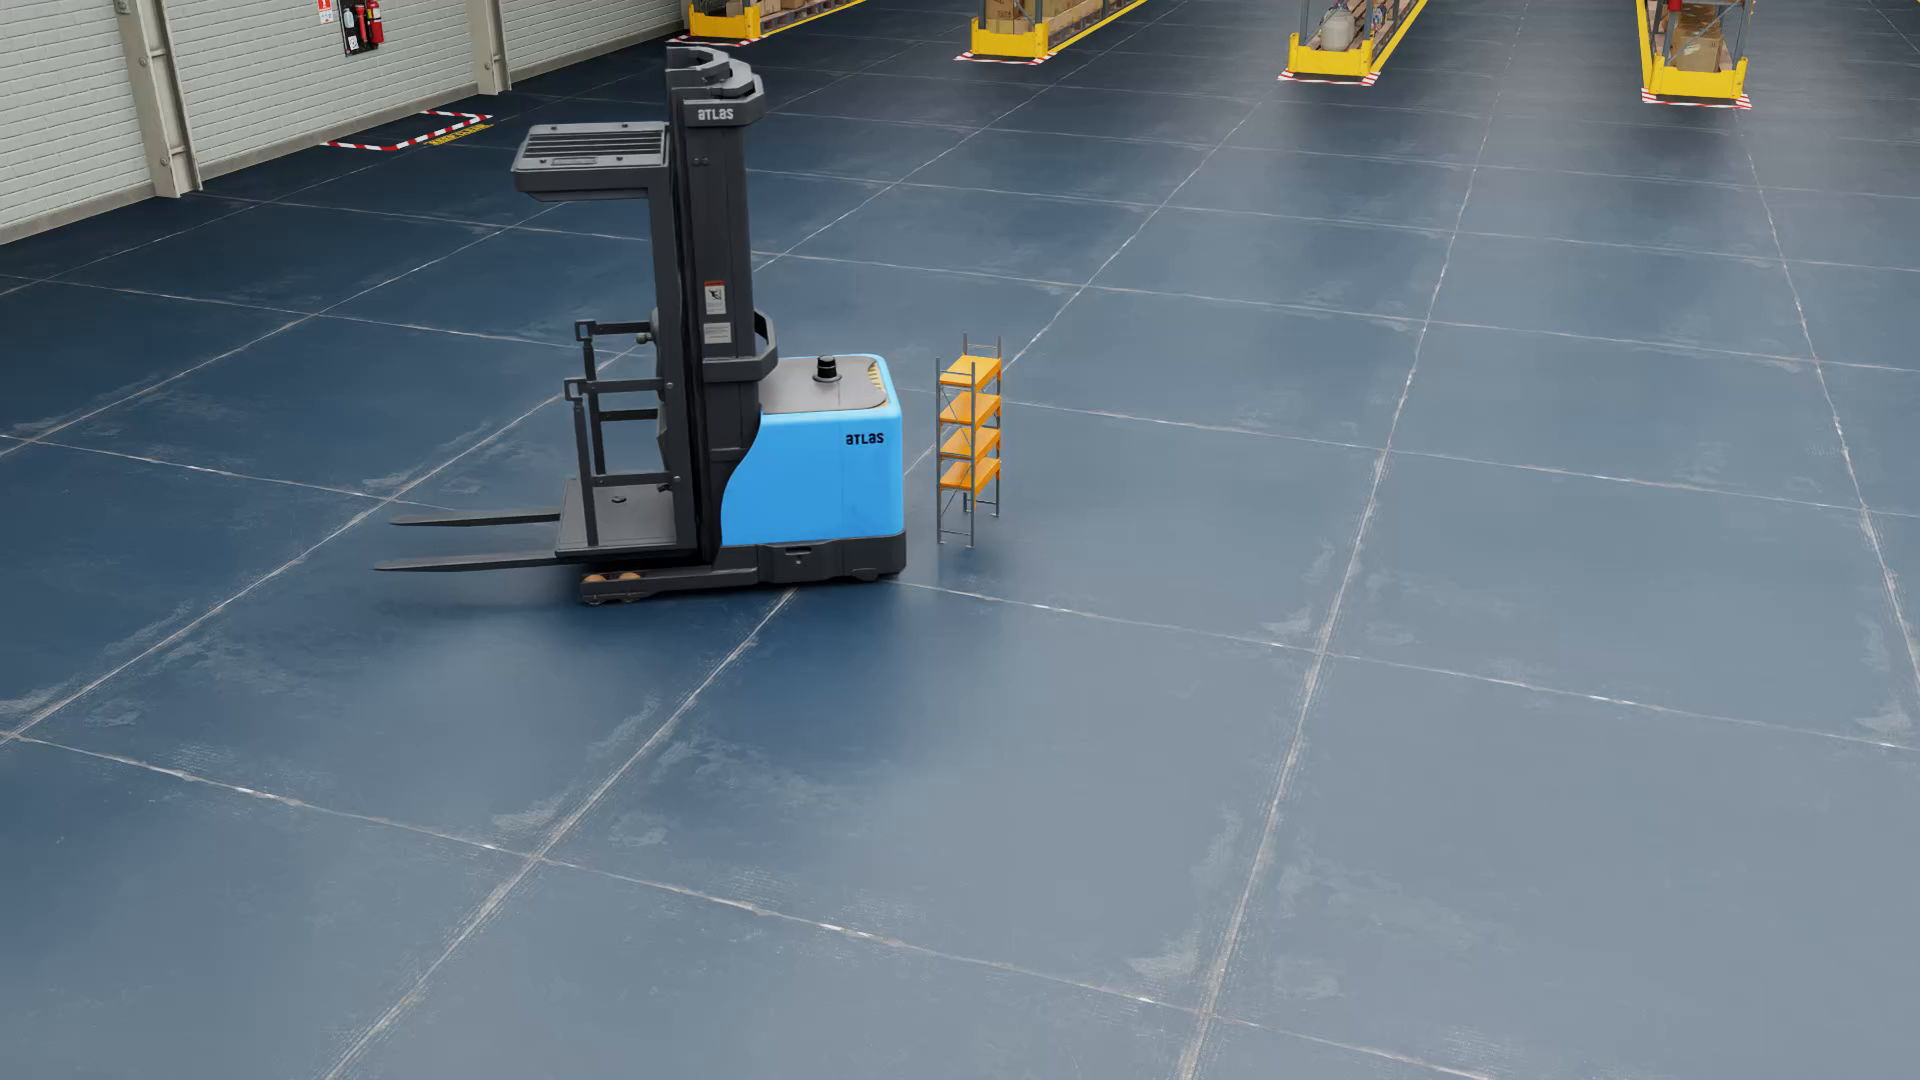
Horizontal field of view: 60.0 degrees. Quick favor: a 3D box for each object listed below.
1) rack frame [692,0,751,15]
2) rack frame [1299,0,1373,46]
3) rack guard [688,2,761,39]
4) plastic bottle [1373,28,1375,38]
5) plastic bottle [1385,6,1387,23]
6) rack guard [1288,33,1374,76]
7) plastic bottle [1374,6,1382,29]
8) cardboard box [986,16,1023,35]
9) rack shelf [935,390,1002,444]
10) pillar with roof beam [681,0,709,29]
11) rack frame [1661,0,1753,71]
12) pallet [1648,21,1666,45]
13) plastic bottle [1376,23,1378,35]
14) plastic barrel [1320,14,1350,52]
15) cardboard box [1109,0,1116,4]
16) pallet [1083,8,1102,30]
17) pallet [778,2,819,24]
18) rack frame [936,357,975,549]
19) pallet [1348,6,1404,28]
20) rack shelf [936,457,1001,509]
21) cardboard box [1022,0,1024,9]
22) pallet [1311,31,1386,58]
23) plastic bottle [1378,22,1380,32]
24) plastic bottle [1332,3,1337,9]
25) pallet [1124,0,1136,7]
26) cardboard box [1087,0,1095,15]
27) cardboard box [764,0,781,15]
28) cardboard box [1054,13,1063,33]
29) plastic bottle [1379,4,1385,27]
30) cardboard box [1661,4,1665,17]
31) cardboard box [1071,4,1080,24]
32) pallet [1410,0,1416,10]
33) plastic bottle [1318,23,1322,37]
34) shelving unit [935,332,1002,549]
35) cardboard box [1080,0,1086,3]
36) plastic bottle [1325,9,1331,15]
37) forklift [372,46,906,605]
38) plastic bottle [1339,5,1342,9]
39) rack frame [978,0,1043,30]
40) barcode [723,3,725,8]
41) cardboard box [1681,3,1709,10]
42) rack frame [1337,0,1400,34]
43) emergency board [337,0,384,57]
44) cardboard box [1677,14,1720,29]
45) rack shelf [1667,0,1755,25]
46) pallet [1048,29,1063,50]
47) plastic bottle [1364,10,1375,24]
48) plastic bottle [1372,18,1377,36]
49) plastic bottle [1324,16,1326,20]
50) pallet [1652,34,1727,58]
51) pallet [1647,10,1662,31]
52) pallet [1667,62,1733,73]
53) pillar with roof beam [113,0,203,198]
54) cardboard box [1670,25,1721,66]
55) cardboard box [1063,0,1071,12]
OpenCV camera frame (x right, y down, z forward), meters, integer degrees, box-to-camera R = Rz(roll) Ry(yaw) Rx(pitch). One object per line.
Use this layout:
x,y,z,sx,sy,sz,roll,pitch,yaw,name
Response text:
-3.897,-9.638,26.714,1.000,3.000,0.127,9,27,17,rack frame
5.445,-8.201,23.747,1.000,3.000,0.127,9,27,17,rack frame
-3.872,-8.544,27.323,1.175,0.500,0.348,9,27,17,rack guard
6.377,-7.882,25.794,0.097,0.201,0.097,0,26,0,plastic bottle
6.927,-8.575,27.131,0.061,0.283,0.133,10,28,20,plastic bottle
5.426,-7.114,24.370,1.175,0.500,0.348,9,27,17,rack guard
6.663,-8.333,26.553,0.144,0.351,0.185,9,27,17,plastic bottle
0.675,-8.136,26.285,0.500,0.250,0.500,9,27,17,cardboard box
0.055,-0.749,10.061,0.258,0.148,0.480,9,27,17,rack shelf
-0.420,-12.127,24.971,9.100,9.000,0.400,9,27,17,pillar with roof beam
10.116,-7.483,22.264,1.000,3.000,0.127,9,27,17,rack frame
11.705,-8.192,26.927,1.003,0.211,1.213,9,27,17,pallet
6.523,-8.063,26.166,0.097,0.201,0.097,0,26,0,plastic bottle
5.592,-7.552,24.779,0.421,0.512,0.421,0,26,0,plastic barrel
2.474,-9.646,29.405,0.500,0.250,0.500,8,27,16,cardboard box
1.802,-8.989,28.574,1.003,0.211,1.213,9,27,17,pallet
-3.160,-9.243,29.097,1.003,0.211,1.213,9,27,17,pallet
-0.026,-0.508,9.922,0.240,1.200,0.015,9,27,17,rack frame
7.001,-8.919,28.428,1.003,0.211,1.213,9,27,17,pallet
0.055,-0.369,10.245,0.258,0.148,0.480,9,27,17,rack shelf
0.992,-8.887,26.975,0.500,0.500,0.500,9,27,17,cardboard box
6.109,-7.817,26.153,1.003,0.211,1.213,9,27,17,pallet
6.591,-8.147,26.341,0.097,0.201,0.097,0,26,0,plastic bottle
6.054,-8.502,26.902,0.144,0.351,0.185,8,27,15,plastic bottle
2.719,-10.122,30.912,1.003,0.211,1.213,9,27,17,pallet
1.983,-9.090,28.256,0.500,0.250,0.500,9,27,17,cardboard box
-3.392,-9.132,28.248,0.500,0.311,0.500,11,28,22,cardboard box
1.327,-8.267,26.555,0.500,0.250,0.500,9,27,17,cardboard box
6.770,-8.466,26.828,0.144,0.351,0.185,7,27,15,plastic bottle
12.034,-8.872,27.496,0.700,0.500,0.500,6,27,13,cardboard box
1.664,-8.677,27.403,0.500,0.250,0.500,9,27,17,cardboard box
7.813,-9.921,30.499,1.003,0.211,1.213,9,27,17,pallet
5.643,-7.958,25.951,0.097,0.201,0.097,0,26,0,plastic bottle
0.055,-0.608,10.129,0.258,1.200,0.503,9,27,17,shelving unit
1.818,-9.222,27.668,0.500,0.500,0.500,9,27,17,cardboard box
5.850,-8.251,26.384,0.144,0.351,0.185,10,28,20,plastic bottle
-1.876,-1.197,9.359,3.031,2.935,1.130,-4,26,-8,forklift
6.175,-8.613,27.218,0.152,0.276,0.135,10,27,19,plastic bottle
0.775,-8.921,25.234,1.000,3.000,0.127,9,27,17,rack frame
-3.953,-8.967,27.898,0.001,0.075,0.075,9,27,17,barcode
11.276,-8.032,25.784,0.500,0.500,0.500,8,27,16,cardboard box
6.776,-9.845,27.142,1.000,3.000,0.127,9,27,17,rack frame
-7.335,-6.576,20.389,0.194,1.169,0.643,9,27,17,emergency board
10.960,-7.529,24.745,0.500,0.500,0.500,6,27,13,cardboard box
10.781,-7.981,24.118,1.077,0.370,4.000,9,27,17,rack shelf
0.990,-7.987,26.503,1.003,0.211,1.213,9,27,17,pallet
6.622,-8.443,26.867,0.152,0.276,0.135,9,27,17,plastic bottle
6.457,-8.012,25.982,0.097,0.271,0.097,0,26,0,plastic bottle
5.753,-8.091,26.140,0.152,0.276,0.135,9,27,18,plastic bottle
11.257,-7.591,25.686,1.003,0.211,1.213,9,27,17,pallet
12.109,-8.695,27.966,1.003,0.211,1.213,9,27,17,pallet
10.445,-6.588,23.615,1.003,0.211,1.213,9,27,17,pallet
-4.414,-7.196,14.786,9.100,9.000,0.400,9,27,17,pillar with roof beam
10.506,-7.052,23.759,0.500,0.500,0.500,17,30,31,cardboard box
1.483,-8.812,26.820,0.500,0.500,0.500,9,27,17,cardboard box
